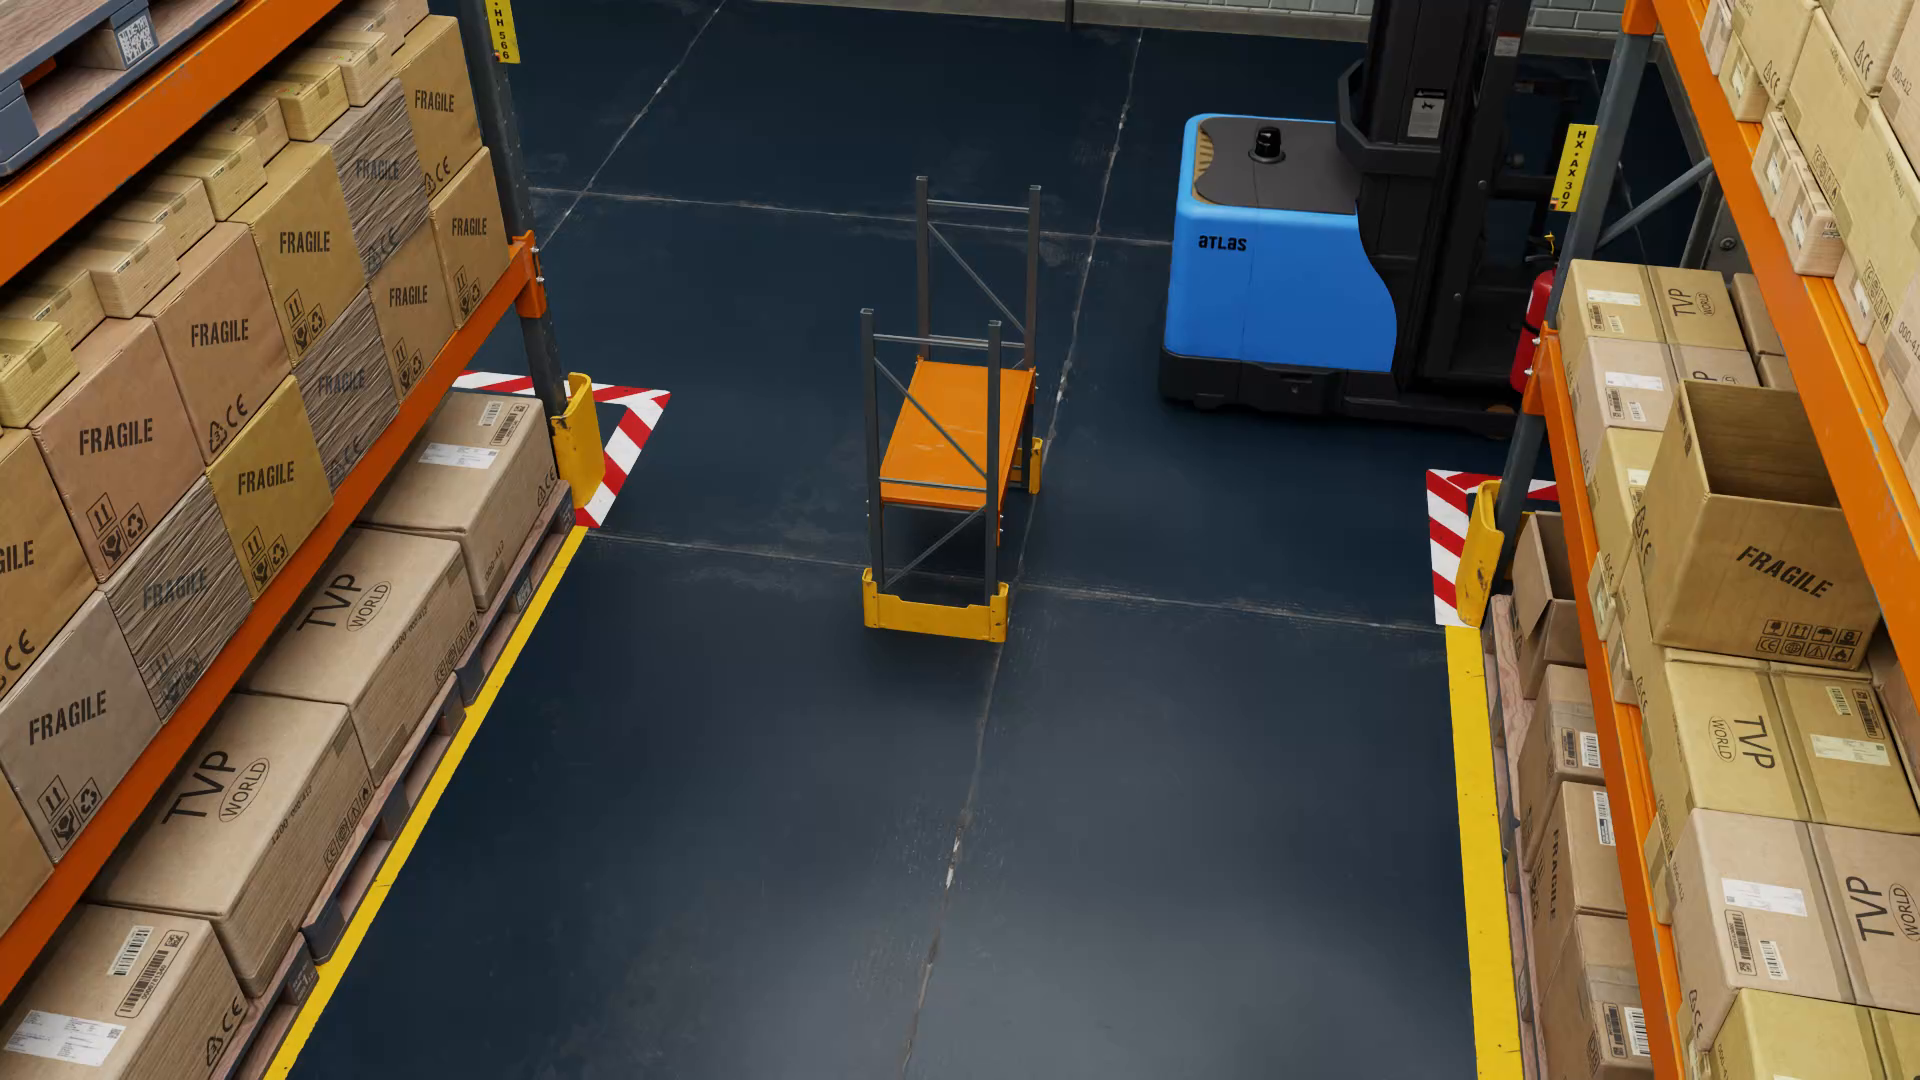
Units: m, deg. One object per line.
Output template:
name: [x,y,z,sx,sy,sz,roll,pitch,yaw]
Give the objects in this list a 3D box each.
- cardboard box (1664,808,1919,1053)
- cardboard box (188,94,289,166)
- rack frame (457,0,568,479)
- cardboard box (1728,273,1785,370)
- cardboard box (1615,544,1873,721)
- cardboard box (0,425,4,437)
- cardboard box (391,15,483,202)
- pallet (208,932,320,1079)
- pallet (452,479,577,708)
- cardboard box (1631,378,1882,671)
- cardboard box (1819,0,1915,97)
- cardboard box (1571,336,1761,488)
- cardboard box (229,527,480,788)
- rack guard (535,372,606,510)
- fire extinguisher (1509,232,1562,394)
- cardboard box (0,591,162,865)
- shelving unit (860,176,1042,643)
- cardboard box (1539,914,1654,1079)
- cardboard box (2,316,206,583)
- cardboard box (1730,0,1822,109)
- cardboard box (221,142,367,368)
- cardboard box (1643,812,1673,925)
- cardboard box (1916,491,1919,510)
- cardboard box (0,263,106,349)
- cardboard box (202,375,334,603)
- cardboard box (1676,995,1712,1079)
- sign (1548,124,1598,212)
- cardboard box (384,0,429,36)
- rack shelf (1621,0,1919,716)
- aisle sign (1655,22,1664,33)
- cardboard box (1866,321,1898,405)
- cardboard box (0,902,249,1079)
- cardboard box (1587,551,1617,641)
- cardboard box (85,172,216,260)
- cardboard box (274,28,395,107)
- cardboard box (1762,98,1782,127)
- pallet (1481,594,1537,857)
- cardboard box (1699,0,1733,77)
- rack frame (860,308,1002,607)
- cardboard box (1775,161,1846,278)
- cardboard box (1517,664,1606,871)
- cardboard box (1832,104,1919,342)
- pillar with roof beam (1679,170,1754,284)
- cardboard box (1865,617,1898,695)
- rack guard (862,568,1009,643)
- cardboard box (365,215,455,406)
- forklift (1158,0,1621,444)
cardboard box: [1.894,0.894,3.698,0.500,0.250,0.500,7,40,8]
cardboard box: [-2.269,-1.225,5.005,0.380,0.149,0.250,6,40,7]
rack frame: [-2.223,-1.442,6.640,1.000,3.000,0.127,6,40,8]
cardboard box: [2.848,-0.635,5.549,0.500,0.250,0.500,7,40,9]
cardboard box: [2.084,0.260,4.466,0.500,0.250,0.500,5,40,7]
cardboard box: [-2.470,-0.252,3.828,0.380,0.149,0.250,6,40,7]
cardboard box: [-2.072,-1.537,5.891,0.500,0.500,0.500,8,40,9]
pallet: [-2.707,1.675,5.059,1.003,0.211,1.213,6,40,8]
pallet: [-2.284,0.144,6.911,1.003,0.211,1.213,6,40,8]
cardboard box: [2.063,-0.046,4.247,0.500,0.500,0.500,7,40,9]
cardboard box: [2.084,-1.096,3.360,0.500,0.250,0.500,7,40,9]
cardboard box: [2.236,-0.382,5.242,0.500,0.250,0.500,7,40,8]
cardboard box: [-2.389,0.385,6.112,0.875,0.438,0.875,7,40,9]
rack guard: [-2.219,-0.493,7.454,1.175,0.500,0.348,6,40,8]
fire extinguisher: [2.237,-0.866,6.297,0.296,0.674,0.183,6,40,8]
cardboard box: [-2.485,0.449,4.274,0.500,0.500,0.500,7,40,8]
shelving unit: [-0.013,-0.530,6.714,0.587,1.500,1.083,6,40,8]
cardboard box: [2.101,1.462,4.760,0.700,0.500,0.500,5,40,6]
cardboard box: [-2.401,-0.264,4.352,0.500,0.500,0.500,7,40,9]
cardboard box: [2.152,-1.220,3.902,0.500,0.250,0.500,5,40,6]
cardboard box: [-2.222,-0.895,5.116,0.500,0.500,0.500,6,40,7]
cardboard box: [1.914,0.826,4.094,0.380,0.149,0.250,6,40,7]
cardboard box: [1.846,-0.025,2.769,0.380,0.149,0.250,8,40,9]
cardboard box: [-2.433,-0.582,4.227,0.380,0.149,0.250,6,40,8]
cardboard box: [-2.303,-0.185,5.042,0.500,0.500,0.500,8,40,9]
cardboard box: [1.825,1.151,3.701,0.380,0.149,0.250,7,40,9]
sign: [2.132,-1.290,5.777,0.100,0.325,0.005,6,40,8]
cardboard box: [-2.088,-1.868,5.783,0.380,0.149,0.250,7,40,8]
rack shelf: [2.320,-0.520,3.736,1.077,0.370,4.000,6,40,8]
aisle sign: [2.389,-1.974,5.243,0.394,0.787,0.004,6,40,8]
cardboard box: [1.968,-0.343,3.154,0.380,0.149,0.250,8,40,9]
cardboard box: [-2.701,1.512,4.748,0.875,0.438,0.875,6,40,7]
cardboard box: [2.067,0.179,4.876,0.380,0.149,0.250,5,40,6]
cardboard box: [-2.319,-0.899,4.611,0.380,0.149,0.250,8,40,9]
cardboard box: [-2.070,-1.535,5.380,0.380,0.149,0.250,6,40,7]
cardboard box: [2.137,-0.983,3.928,0.380,0.149,0.250,6,40,7]
pallet: [2.516,0.726,6.206,1.003,0.211,1.213,6,40,8]
cardboard box: [2.157,-1.310,4.323,0.380,0.149,0.250,7,40,9]
rack frame: [-0.103,-0.205,6.321,0.500,1.500,0.032,6,40,8]
cardboard box: [1.983,-0.673,3.553,0.380,0.149,0.250,7,40,9]
cardboard box: [2.281,0.811,5.548,0.700,0.500,0.500,8,40,9]
cardboard box: [1.991,-0.577,3.124,0.500,0.250,0.500,7,40,9]
pillar with roof beam: [-0.219,-5.276,6.569,9.100,9.000,0.400,6,40,8]
cardboard box: [2.577,0.326,4.385,0.500,0.250,0.500,6,40,8]
rack guard: [-0.099,0.264,6.734,0.587,0.250,0.087,6,40,8]
cardboard box: [-2.148,-0.835,5.827,0.500,0.500,0.500,6,40,7]
forklift: [2.517,-1.943,7.300,3.031,2.935,1.130,5,40,7]
